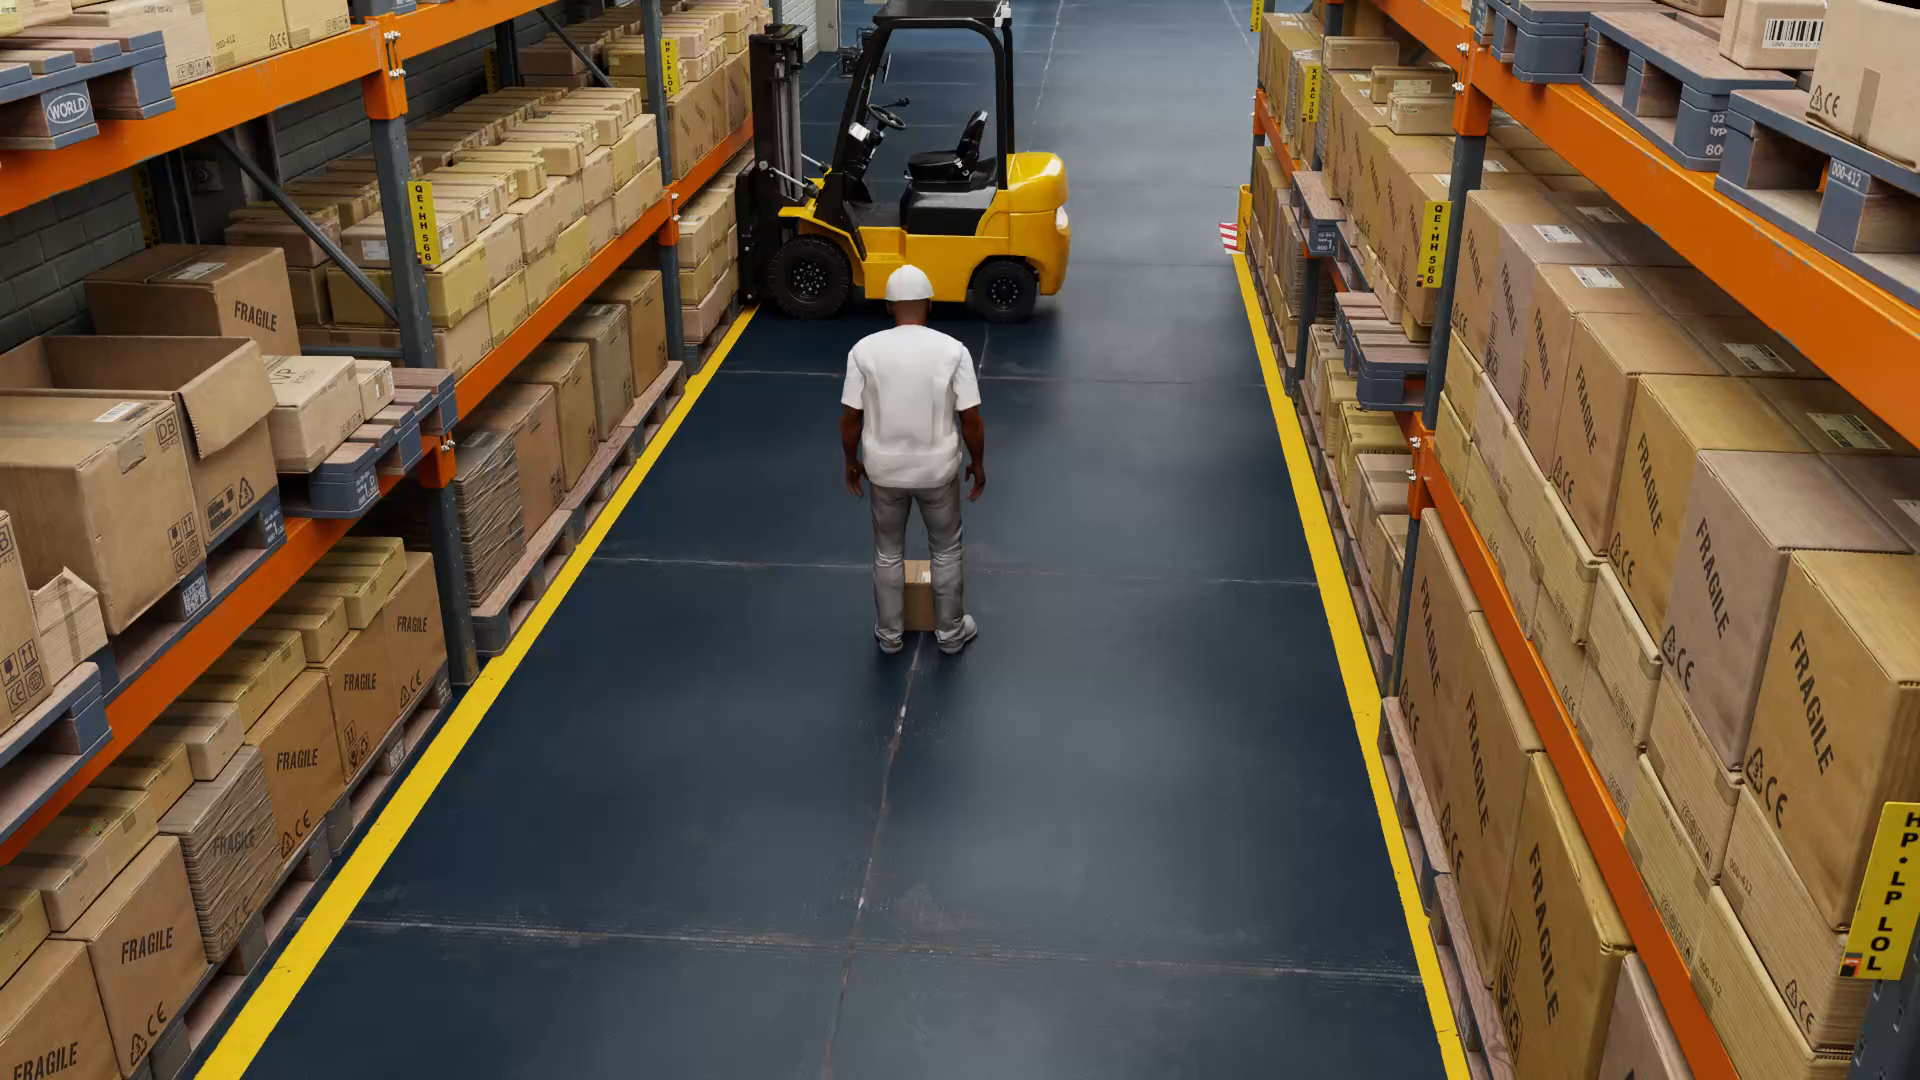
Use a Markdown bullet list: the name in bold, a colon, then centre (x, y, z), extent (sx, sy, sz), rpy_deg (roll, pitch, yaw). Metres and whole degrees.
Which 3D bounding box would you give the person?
- **person**: centre (-0.201, -0.329, 7.313), extent (0.627, 1.757, 0.460), rpy_deg (2, 24, 4)
